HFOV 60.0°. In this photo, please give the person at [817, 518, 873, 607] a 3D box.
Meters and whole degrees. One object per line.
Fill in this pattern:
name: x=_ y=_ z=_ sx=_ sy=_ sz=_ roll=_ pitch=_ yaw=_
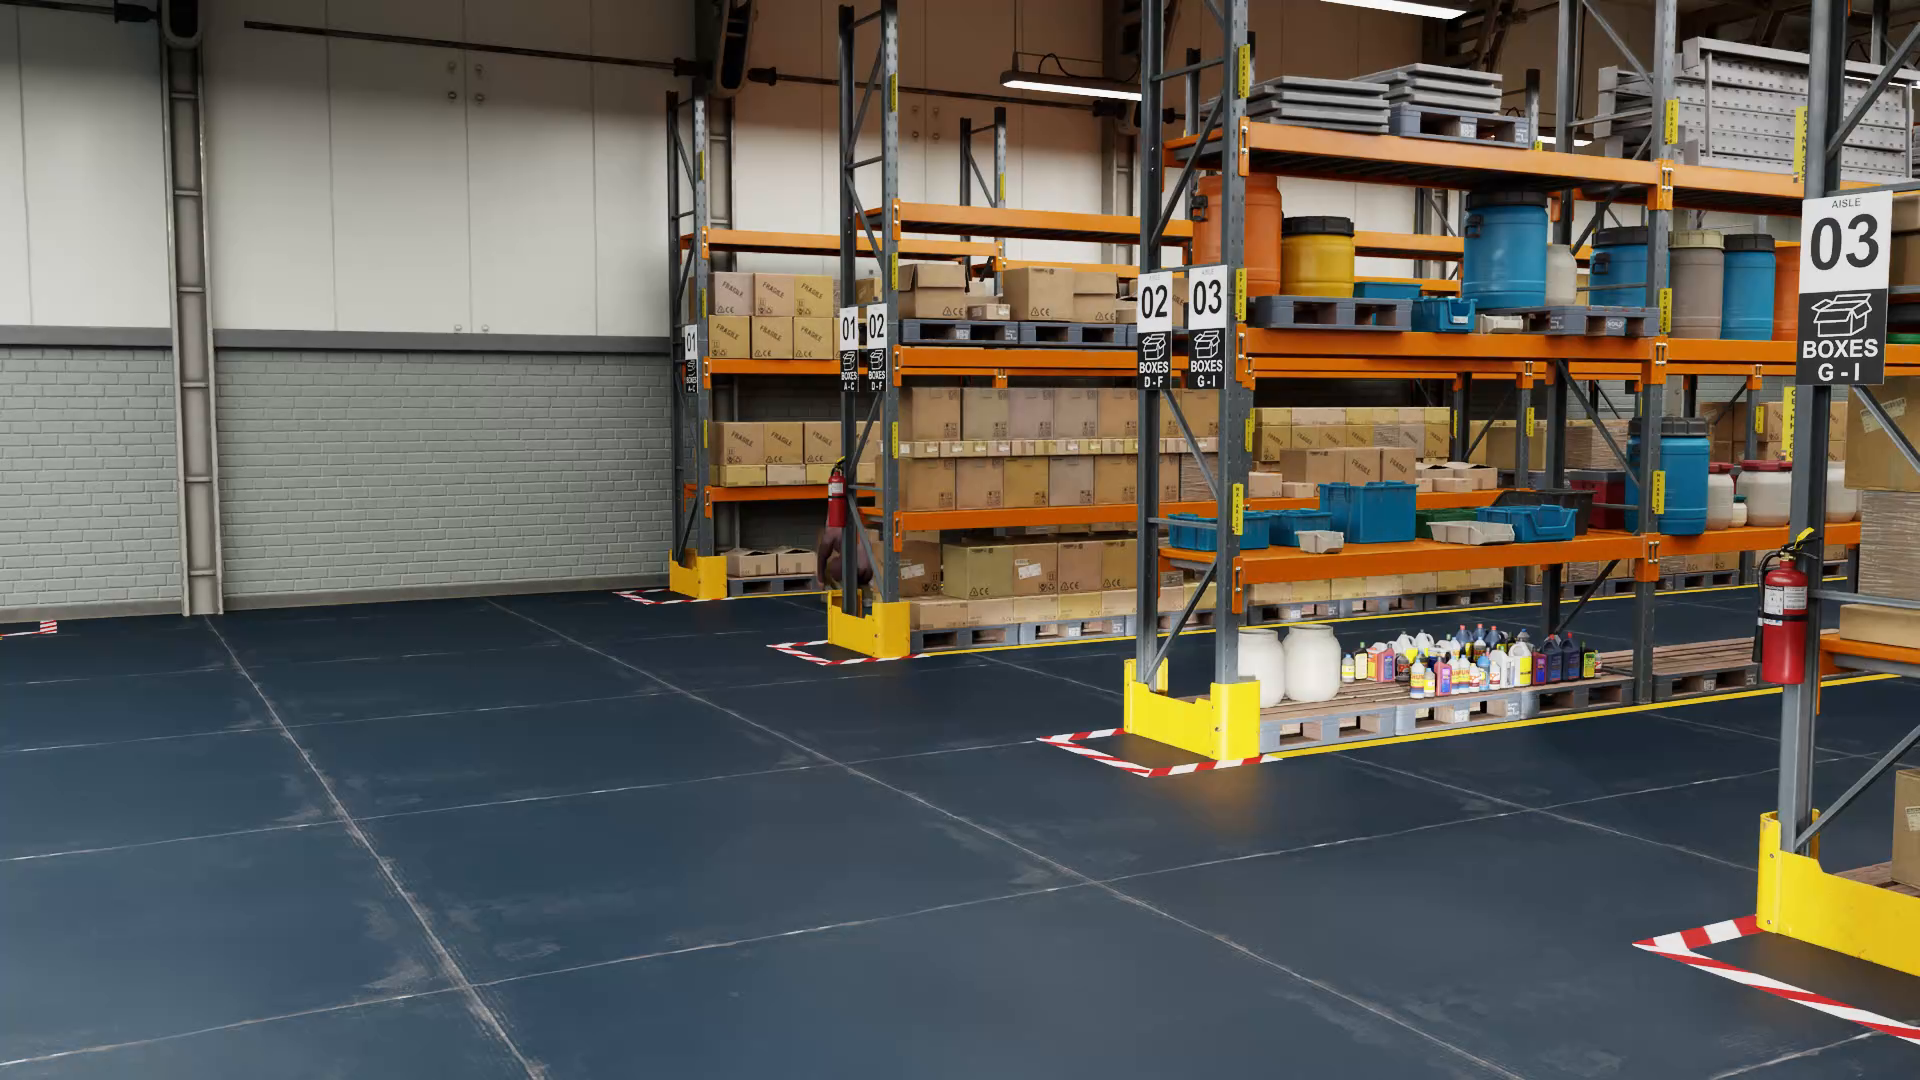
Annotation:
person: x=-1.275 y=0.248 z=18.849 sx=0.613 sy=1.004 sz=0.907 roll=-3 pitch=6 yaw=-29
